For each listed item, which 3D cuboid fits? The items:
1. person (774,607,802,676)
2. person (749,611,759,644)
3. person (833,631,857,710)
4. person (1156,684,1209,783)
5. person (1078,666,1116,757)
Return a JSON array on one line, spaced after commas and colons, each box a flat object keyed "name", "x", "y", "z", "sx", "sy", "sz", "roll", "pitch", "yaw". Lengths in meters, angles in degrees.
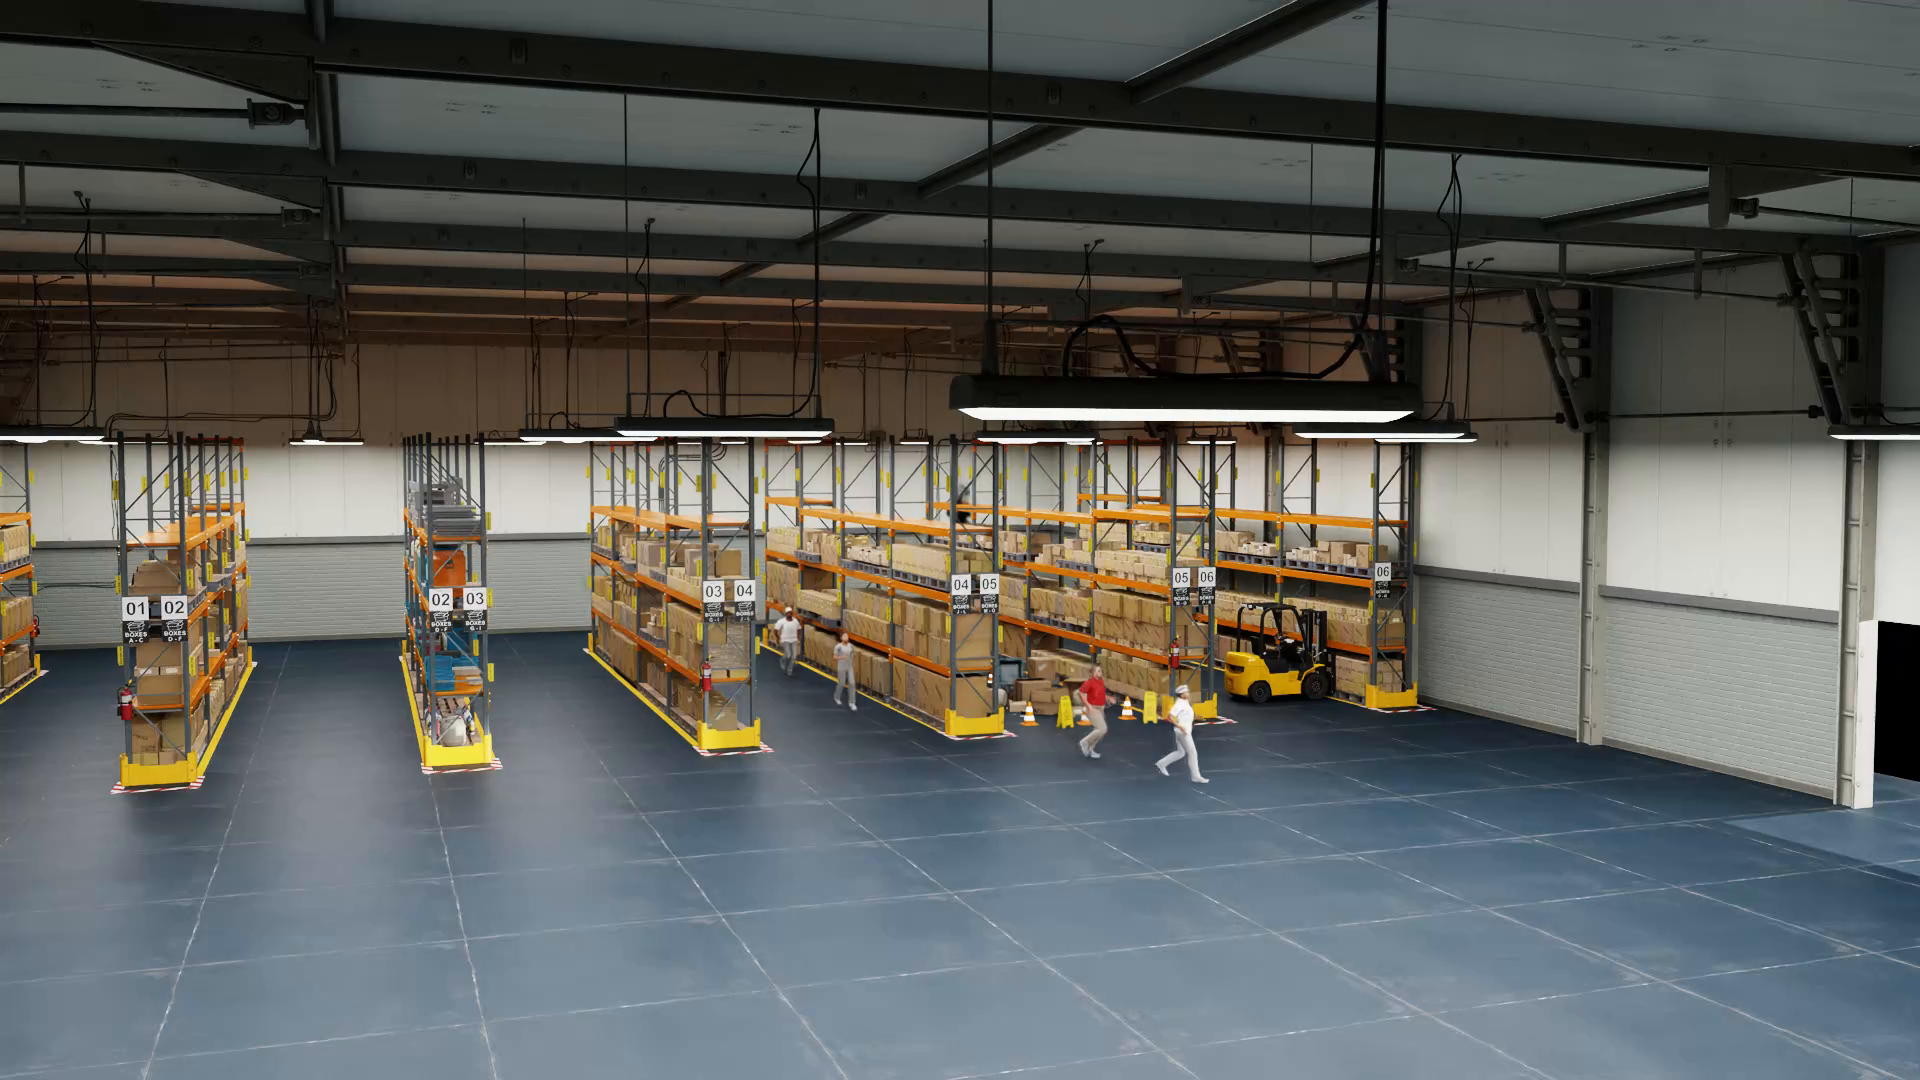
[{"name": "person", "x": -4.295, "y": 2.549, "z": 41.815, "sx": 0.713, "sy": 1.718, "sz": 0.588, "roll": -2, "pitch": 4, "yaw": -26}, {"name": "person", "x": -5.702, "y": 2.400, "z": 44.851, "sx": 0.559, "sy": 1.691, "sz": 0.858, "roll": -1, "pitch": 3, "yaw": -13}, {"name": "person", "x": -2.531, "y": 2.843, "z": 36.474, "sx": 0.563, "sy": 1.688, "sz": 0.909, "roll": -2, "pitch": 4, "yaw": -29}, {"name": "person", "x": 3.797, "y": 3.288, "z": 28.416, "sx": 0.924, "sy": 1.675, "sz": 0.583, "roll": 1, "pitch": 3, "yaw": 13}, {"name": "person", "x": 2.565, "y": 3.172, "z": 30.741, "sx": 0.605, "sy": 1.691, "sz": 0.644, "roll": 2, "pitch": 4, "yaw": 30}]
